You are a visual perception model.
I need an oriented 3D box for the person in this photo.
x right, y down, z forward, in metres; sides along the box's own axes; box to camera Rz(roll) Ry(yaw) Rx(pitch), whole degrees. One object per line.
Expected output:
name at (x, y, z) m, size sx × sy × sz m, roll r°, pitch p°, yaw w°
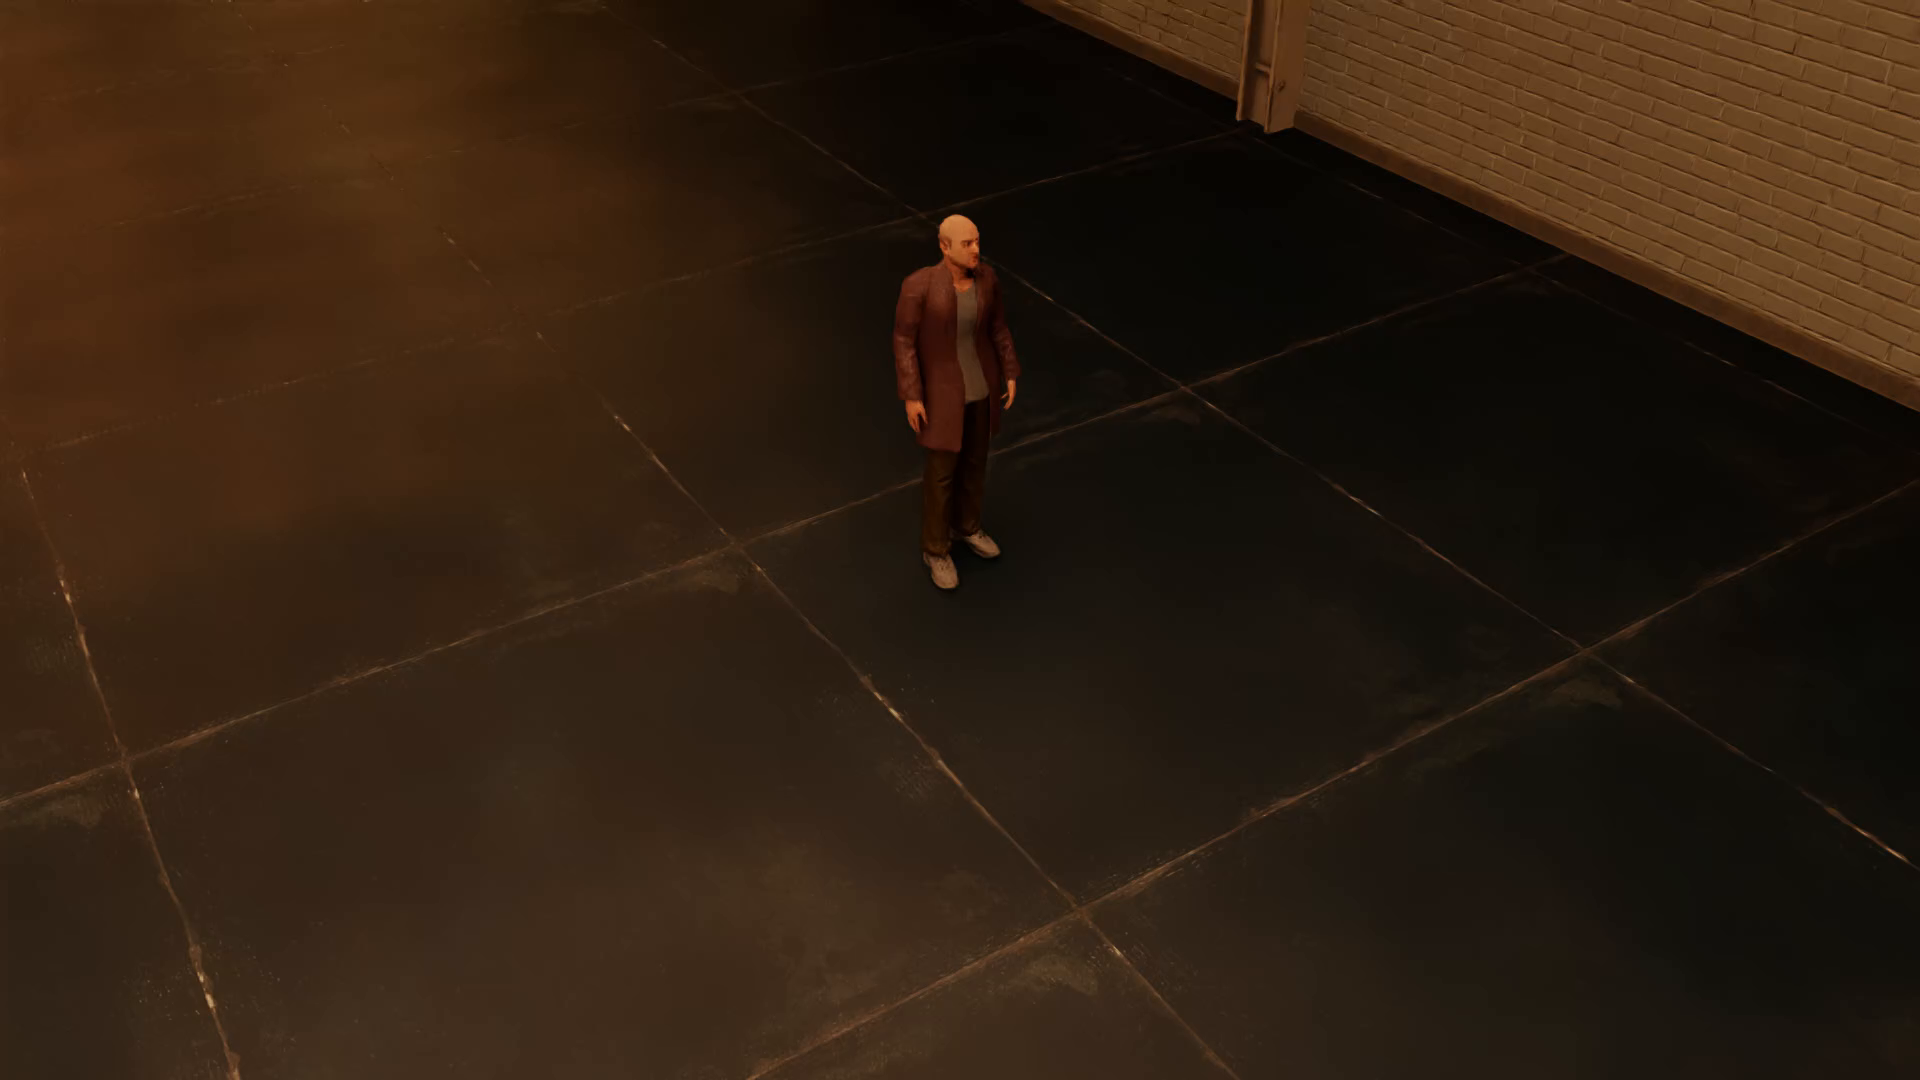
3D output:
person at (0.046, -0.688, 8.117) m, size 0.694 × 1.776 × 0.580 m, roll -21°, pitch 40°, yaw -27°
